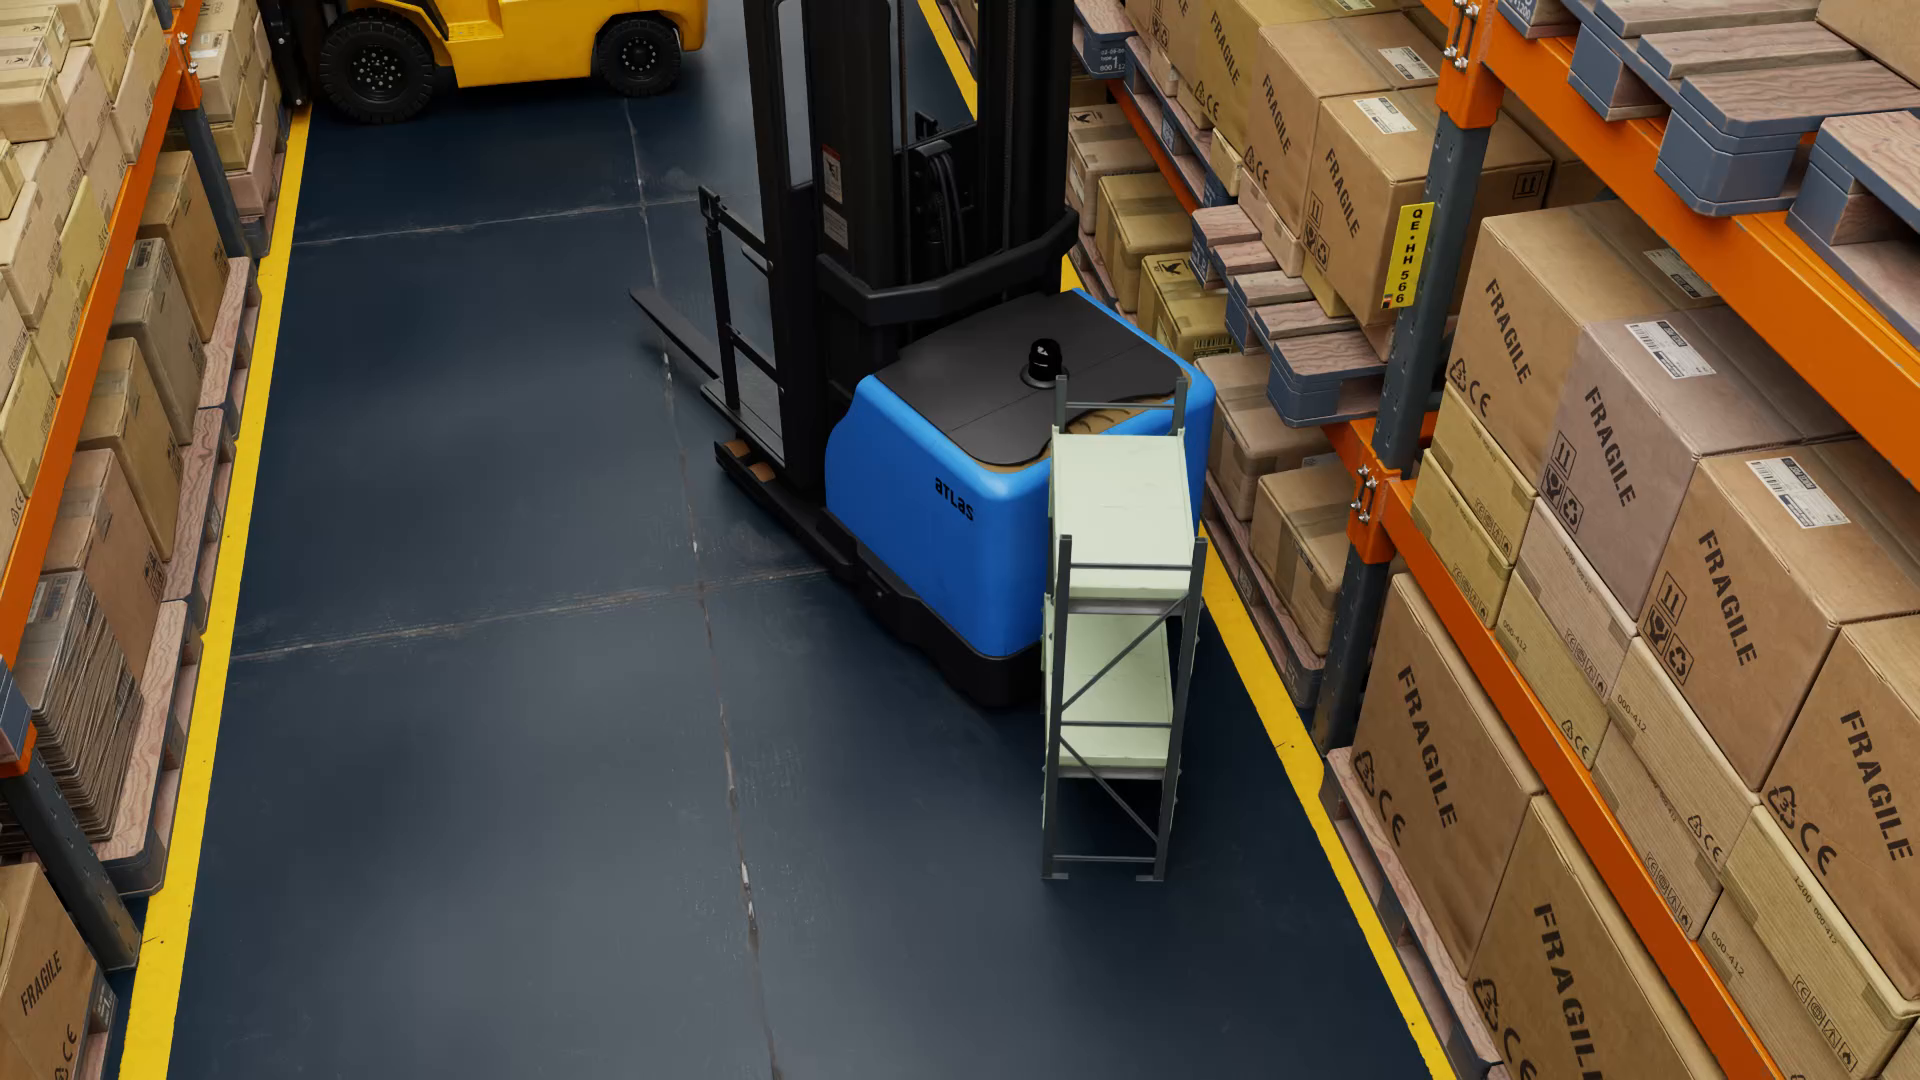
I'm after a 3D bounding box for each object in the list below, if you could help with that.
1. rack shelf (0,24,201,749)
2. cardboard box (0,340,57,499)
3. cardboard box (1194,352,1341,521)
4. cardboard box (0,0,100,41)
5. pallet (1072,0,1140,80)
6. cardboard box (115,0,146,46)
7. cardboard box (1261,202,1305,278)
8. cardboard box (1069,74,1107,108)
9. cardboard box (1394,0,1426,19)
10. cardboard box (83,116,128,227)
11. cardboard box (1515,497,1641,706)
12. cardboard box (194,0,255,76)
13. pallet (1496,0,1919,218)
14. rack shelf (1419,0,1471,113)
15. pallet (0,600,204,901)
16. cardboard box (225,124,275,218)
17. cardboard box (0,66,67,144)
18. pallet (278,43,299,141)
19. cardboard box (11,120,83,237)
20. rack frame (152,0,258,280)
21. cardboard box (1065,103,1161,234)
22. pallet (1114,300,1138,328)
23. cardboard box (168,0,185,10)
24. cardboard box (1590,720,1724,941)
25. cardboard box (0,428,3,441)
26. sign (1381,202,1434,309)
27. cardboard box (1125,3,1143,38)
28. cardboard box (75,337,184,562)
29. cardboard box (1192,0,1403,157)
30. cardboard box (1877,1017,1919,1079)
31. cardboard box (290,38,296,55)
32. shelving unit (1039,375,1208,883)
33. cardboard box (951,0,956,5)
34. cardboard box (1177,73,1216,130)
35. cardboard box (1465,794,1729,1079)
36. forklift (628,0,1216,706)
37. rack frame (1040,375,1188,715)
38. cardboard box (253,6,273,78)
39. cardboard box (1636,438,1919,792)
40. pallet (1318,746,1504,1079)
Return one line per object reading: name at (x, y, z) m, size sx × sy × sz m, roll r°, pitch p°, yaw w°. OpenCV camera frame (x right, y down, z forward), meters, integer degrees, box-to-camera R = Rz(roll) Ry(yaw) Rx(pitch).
rack shelf at (-3.522, -0.769, 5.899) m, size 1.077 × 0.370 × 4.000 m, roll -8°, pitch 42°, yaw -9°
cardboard box at (-3.052, -0.335, 4.981) m, size 0.500 × 0.250 × 0.500 m, roll -9°, pitch 42°, yaw -10°
cardboard box at (1.476, -0.475, 6.688) m, size 0.950 × 0.372 × 0.625 m, roll -9°, pitch 42°, yaw -10°
cardboard box at (-3.403, -1.943, 6.115) m, size 0.380 × 0.149 × 0.250 m, roll -10°, pitch 42°, yaw -11°
pallet at (0.915, -2.460, 7.407) m, size 1.003 × 0.211 × 1.213 m, roll -8°, pitch 42°, yaw -9°
cardboard box at (-3.599, -2.184, 6.687) m, size 0.500 × 0.250 × 0.500 m, roll -9°, pitch 42°, yaw -10°
cardboard box at (1.228, -1.018, 5.510) m, size 0.380 × 0.149 × 0.250 m, roll -9°, pitch 42°, yaw -10°
cardboard box at (0.502, -2.522, 9.086) m, size 0.500 × 0.250 × 0.500 m, roll -7°, pitch 42°, yaw -7°
cardboard box at (1.643, -1.766, 5.864) m, size 0.500 × 0.500 × 0.500 m, roll -8°, pitch 42°, yaw -9°
cardboard box at (-3.399, -1.338, 6.111) m, size 0.500 × 0.250 × 0.500 m, roll -8°, pitch 42°, yaw -9°
cardboard box at (1.734, 0.113, 4.100) m, size 0.500 × 0.250 × 0.500 m, roll -7°, pitch 42°, yaw -8°
cardboard box at (-3.853, -2.529, 8.341) m, size 0.500 × 0.250 × 0.500 m, roll -8°, pitch 42°, yaw -9°
pallet at (1.946, -1.097, 3.609) m, size 1.213 × 0.211 × 1.003 m, roll -7°, pitch 42°, yaw -7°
rack shelf at (1.323, -2.605, 5.707) m, size 1.077 × 0.370 × 4.000 m, roll -8°, pitch 42°, yaw -9°
pallet at (-3.230, 0.762, 5.733) m, size 1.003 × 0.211 × 1.213 m, roll -8°, pitch 42°, yaw -9°
cardboard box at (-3.735, -1.824, 8.301) m, size 0.500 × 0.250 × 0.500 m, roll -8°, pitch 42°, yaw -9°
cardboard box at (-3.226, -1.440, 5.549) m, size 0.380 × 0.149 × 0.250 m, roll -9°, pitch 42°, yaw -10°
pallet at (-4.352, -2.606, 9.526) m, size 1.003 × 0.211 × 1.213 m, roll -8°, pitch 42°, yaw -9°
cardboard box at (-3.285, -1.189, 5.567) m, size 0.500 × 0.250 × 0.500 m, roll -8°, pitch 42°, yaw -9°
rack frame at (-3.954, -2.335, 7.120) m, size 1.000 × 3.000 × 0.127 m, roll -8°, pitch 42°, yaw -9°
cardboard box at (1.007, -1.883, 8.275) m, size 0.950 × 0.372 × 0.625 m, roll -8°, pitch 42°, yaw -9°
pallet at (1.328, -0.709, 7.389) m, size 1.003 × 0.211 × 1.213 m, roll -8°, pitch 42°, yaw -9°
cardboard box at (-3.795, -2.697, 7.453) m, size 0.500 × 0.500 × 0.500 m, roll -9°, pitch 42°, yaw -10°
cardboard box at (1.851, 0.625, 3.899) m, size 0.500 × 0.250 × 0.500 m, roll -7°, pitch 42°, yaw -8°
cardboard box at (-2.924, -0.199, 4.451) m, size 0.500 × 0.250 × 0.500 m, roll -8°, pitch 42°, yaw -9°
sign at (1.227, -0.775, 4.551) m, size 0.100 × 0.325 × 0.005 m, roll -8°, pitch 42°, yaw -9°
cardboard box at (0.898, -2.199, 6.841) m, size 0.380 × 0.149 × 0.250 m, roll -8°, pitch 42°, yaw -9°
cardboard box at (-3.506, -0.276, 6.274) m, size 0.875 × 0.625 × 0.625 m, roll -10°, pitch 43°, yaw -11°
cardboard box at (1.153, -1.676, 5.763) m, size 0.500 × 0.500 × 0.500 m, roll -11°, pitch 43°, yaw -12°
cardboard box at (2.053, 1.098, 2.990) m, size 0.500 × 0.250 × 0.500 m, roll -7°, pitch 42°, yaw -8°
cardboard box at (-4.076, -2.814, 9.416) m, size 0.500 × 0.250 × 0.500 m, roll -7°, pitch 42°, yaw -8°
shelving unit at (0.480, 0.314, 5.267) m, size 0.431 × 1.500 × 0.755 m, roll 1°, pitch 42°, yaw 1°
cardboard box at (0.165, -3.523, 10.215) m, size 0.500 × 0.250 × 0.500 m, roll -6°, pitch 42°, yaw -6°
cardboard box at (1.043, -1.690, 6.268) m, size 0.380 × 0.149 × 0.250 m, roll -10°, pitch 42°, yaw -11°
cardboard box at (2.012, 1.221, 4.400) m, size 0.875 × 0.875 × 0.875 m, roll -8°, pitch 42°, yaw -9°
forklift at (-0.375, -1.431, 6.154) m, size 1.130 × 2.935 × 3.031 m, roll -26°, pitch 48°, yaw -27°
rack frame at (0.491, 0.071, 5.541) m, size 0.400 × 1.500 × 0.023 m, roll 1°, pitch 42°, yaw 1°
cardboard box at (-3.965, -2.662, 8.867) m, size 0.500 × 0.250 × 0.500 m, roll -9°, pitch 42°, yaw -10°
cardboard box at (1.836, 0.146, 3.498) m, size 0.500 × 0.500 × 0.500 m, roll -7°, pitch 42°, yaw -8°
pallet at (1.852, 1.109, 5.341) m, size 1.003 × 0.211 × 1.213 m, roll -8°, pitch 42°, yaw -9°
